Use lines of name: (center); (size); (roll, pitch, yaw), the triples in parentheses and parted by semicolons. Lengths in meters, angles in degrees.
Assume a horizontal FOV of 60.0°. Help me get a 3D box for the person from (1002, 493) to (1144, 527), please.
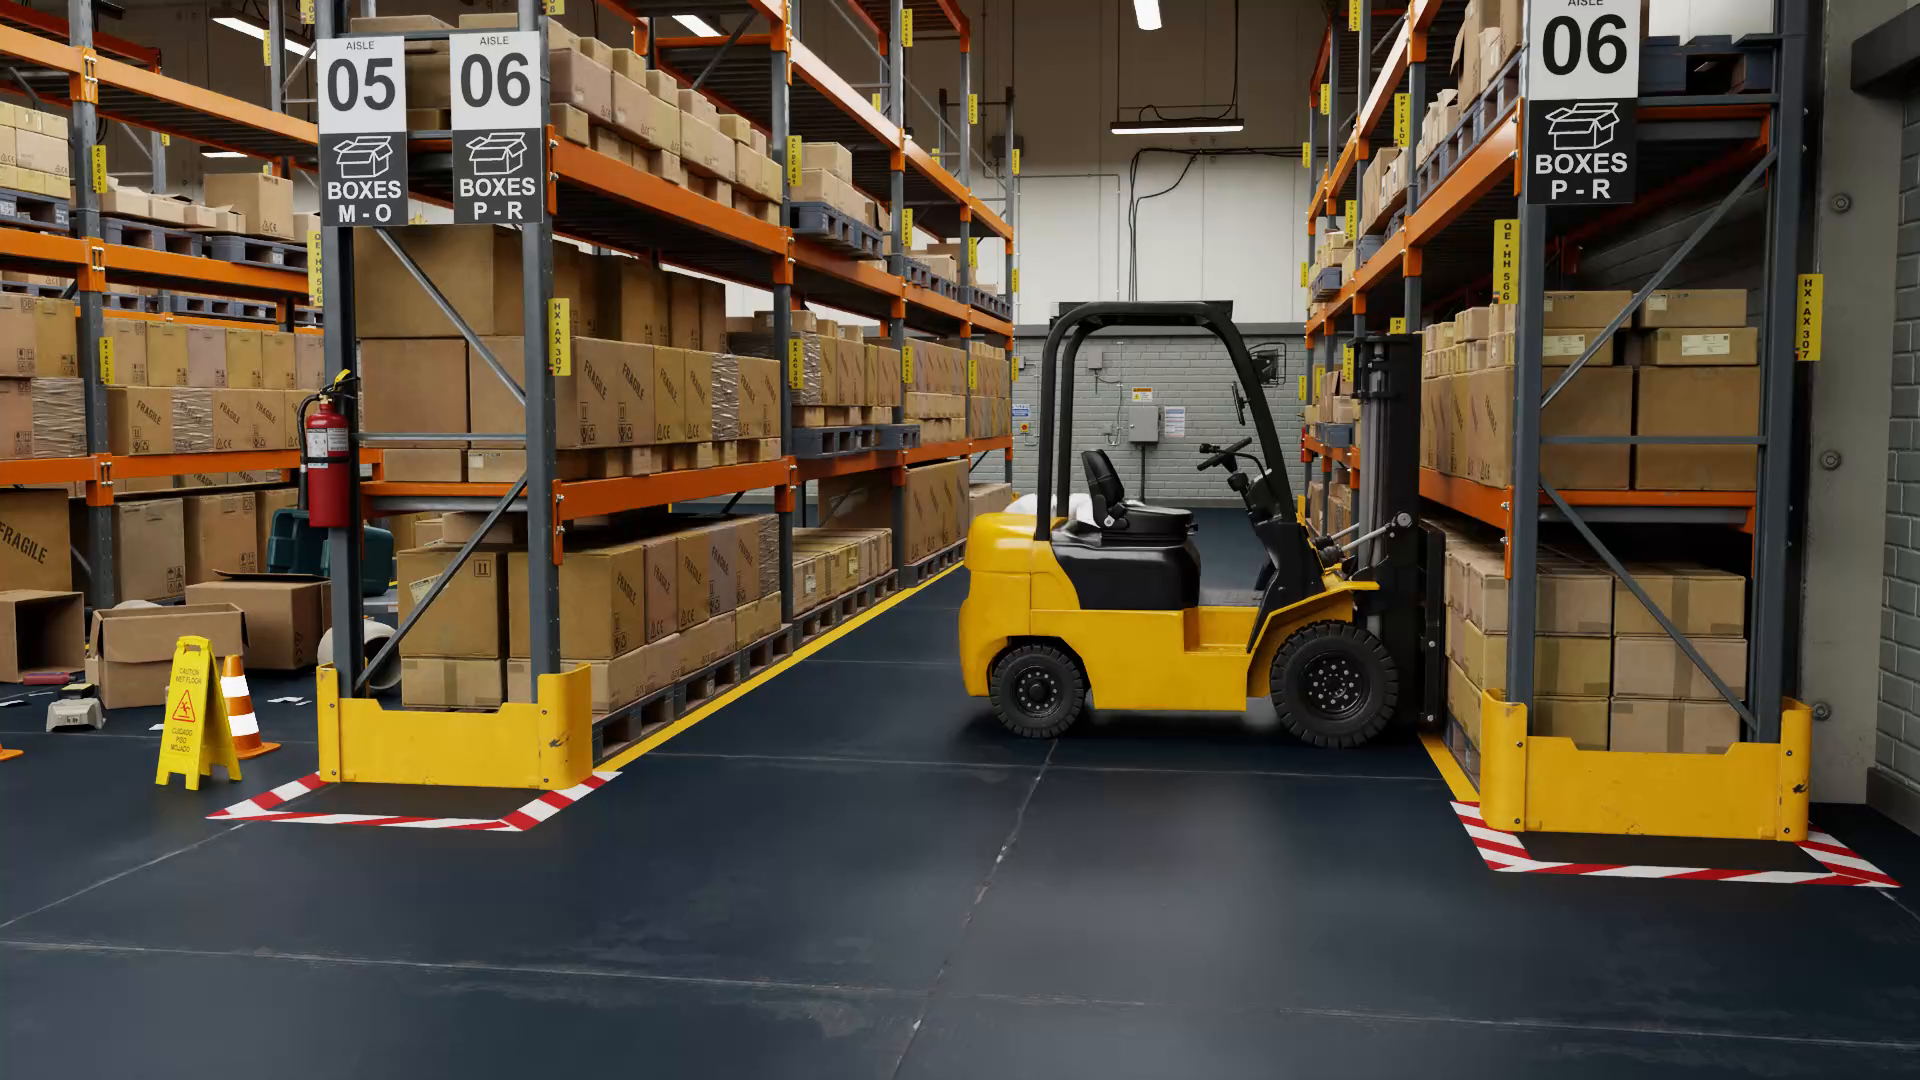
person: (0.722, 0.244, 10.725); (0.991, 1.096, 0.492); (0, 4, 6)
